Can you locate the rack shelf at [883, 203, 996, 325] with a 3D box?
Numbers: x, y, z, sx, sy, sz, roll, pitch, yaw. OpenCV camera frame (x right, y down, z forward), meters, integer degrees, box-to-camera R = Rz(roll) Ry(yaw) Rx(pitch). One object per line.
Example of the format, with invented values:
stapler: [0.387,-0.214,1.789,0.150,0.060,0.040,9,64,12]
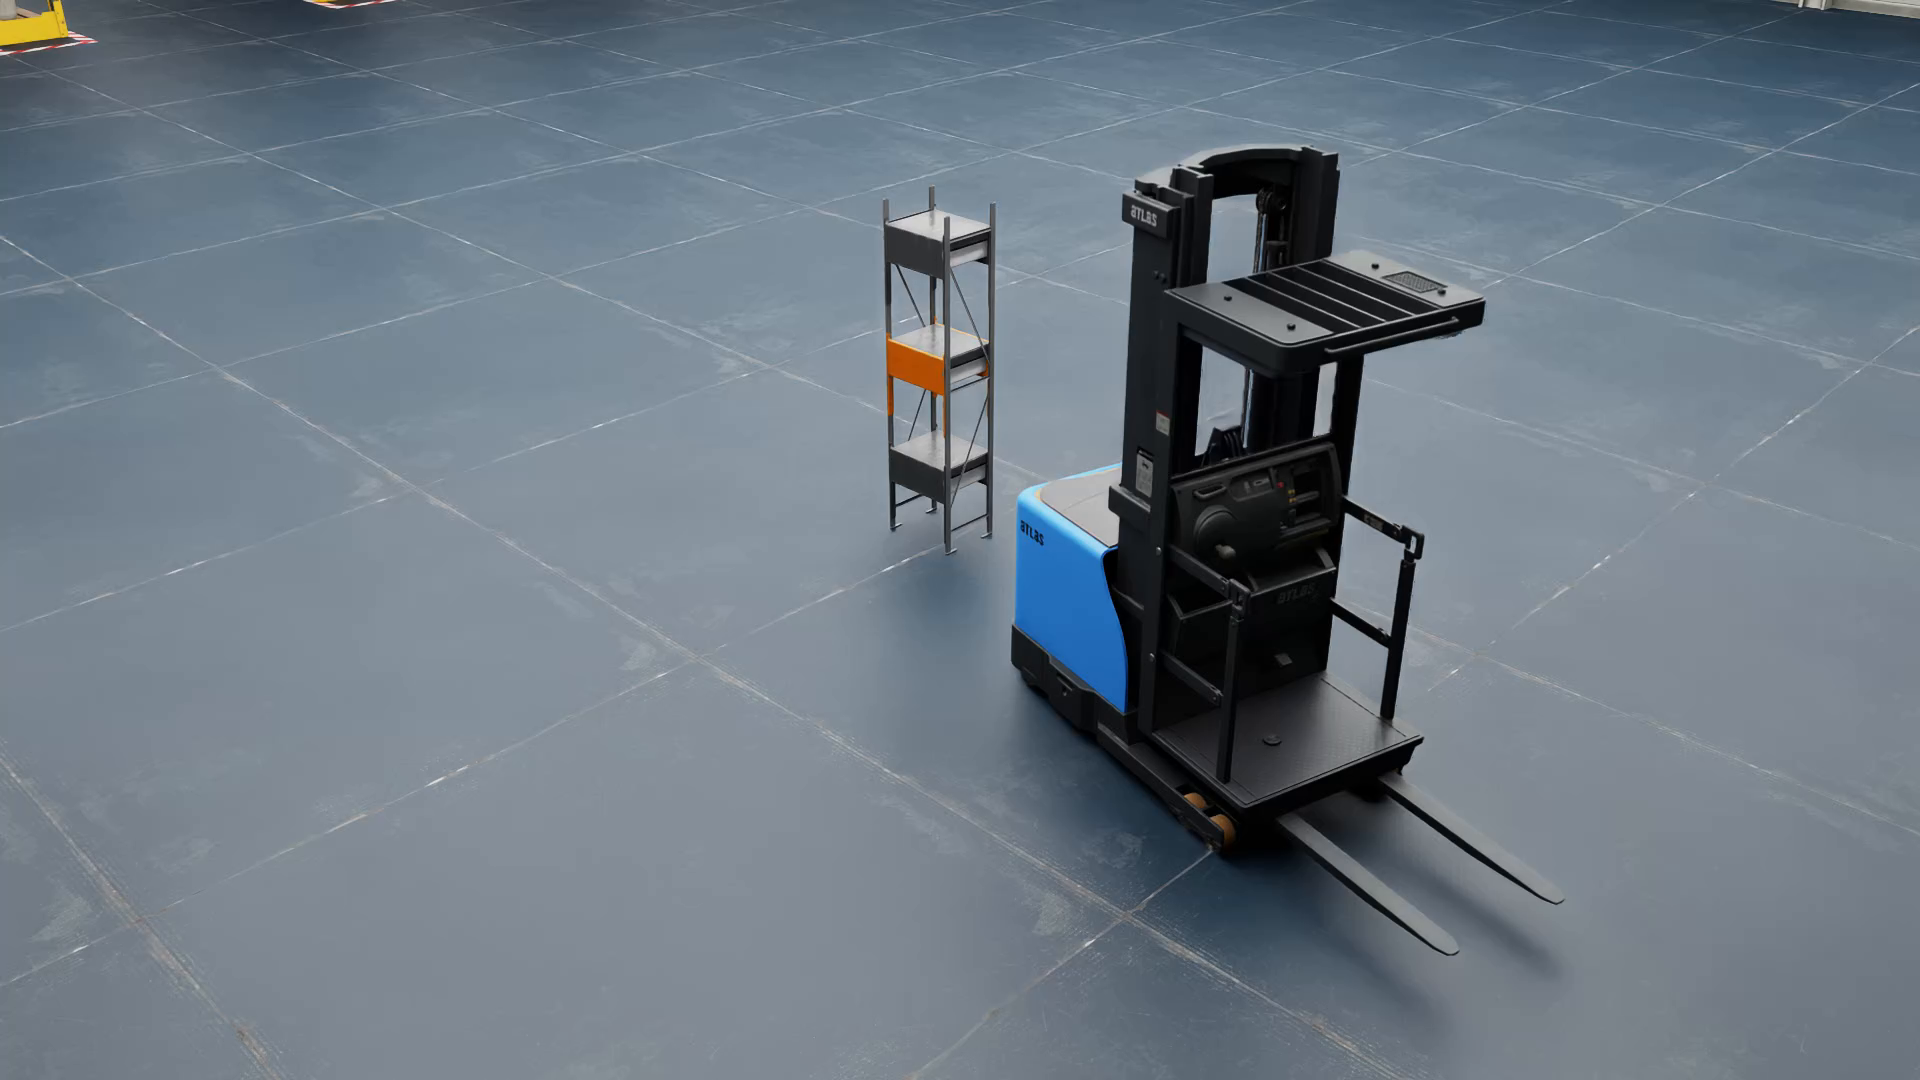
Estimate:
rack shelf: [-0.118,-1.591,9.545,0.480,0.518,0.431,25,36,38]

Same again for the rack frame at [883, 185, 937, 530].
rack frame: [-0.292,-1.063,10.015,0.015,2.100,0.400,25,36,38]

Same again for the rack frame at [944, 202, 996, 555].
rack frame: [0.056,-0.904,9.713,0.015,2.100,0.400,25,36,38]

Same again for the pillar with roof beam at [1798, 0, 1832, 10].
pillar with roof beam: [10.471,-10.964,21.432,0.400,9.000,9.100,25,36,38]

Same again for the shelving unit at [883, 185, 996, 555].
shelving unit: [-0.118,-0.983,9.864,0.503,2.100,0.431,25,36,38]

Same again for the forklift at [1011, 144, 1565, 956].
forklift: [1.461,-0.128,7.345,1.130,2.935,3.031,-16,32,-27]

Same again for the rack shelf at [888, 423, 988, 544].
rack shelf: [-0.118,-0.352,10.196,0.480,0.518,0.431,25,36,38]

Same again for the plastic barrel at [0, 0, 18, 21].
plastic barrel: [-13.902,-7.778,24.040,0.421,0.512,0.421,0,28,0]

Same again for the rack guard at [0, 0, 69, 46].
rack guard: [-13.467,-7.406,23.798,0.348,0.500,1.175,25,36,38]

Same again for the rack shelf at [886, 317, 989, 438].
rack shelf: [-0.118,-0.971,9.870,0.480,0.518,0.431,25,36,38]

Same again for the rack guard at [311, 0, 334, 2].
rack guard: [-9.961,-9.066,26.954,0.348,0.500,1.175,25,36,38]

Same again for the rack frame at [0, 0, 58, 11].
rack frame: [-13.379,-8.503,23.199,0.127,3.000,1.000,25,36,38]

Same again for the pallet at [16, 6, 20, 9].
pallet: [-14.908,-7.943,25.130,1.213,0.211,1.003,25,36,38]
